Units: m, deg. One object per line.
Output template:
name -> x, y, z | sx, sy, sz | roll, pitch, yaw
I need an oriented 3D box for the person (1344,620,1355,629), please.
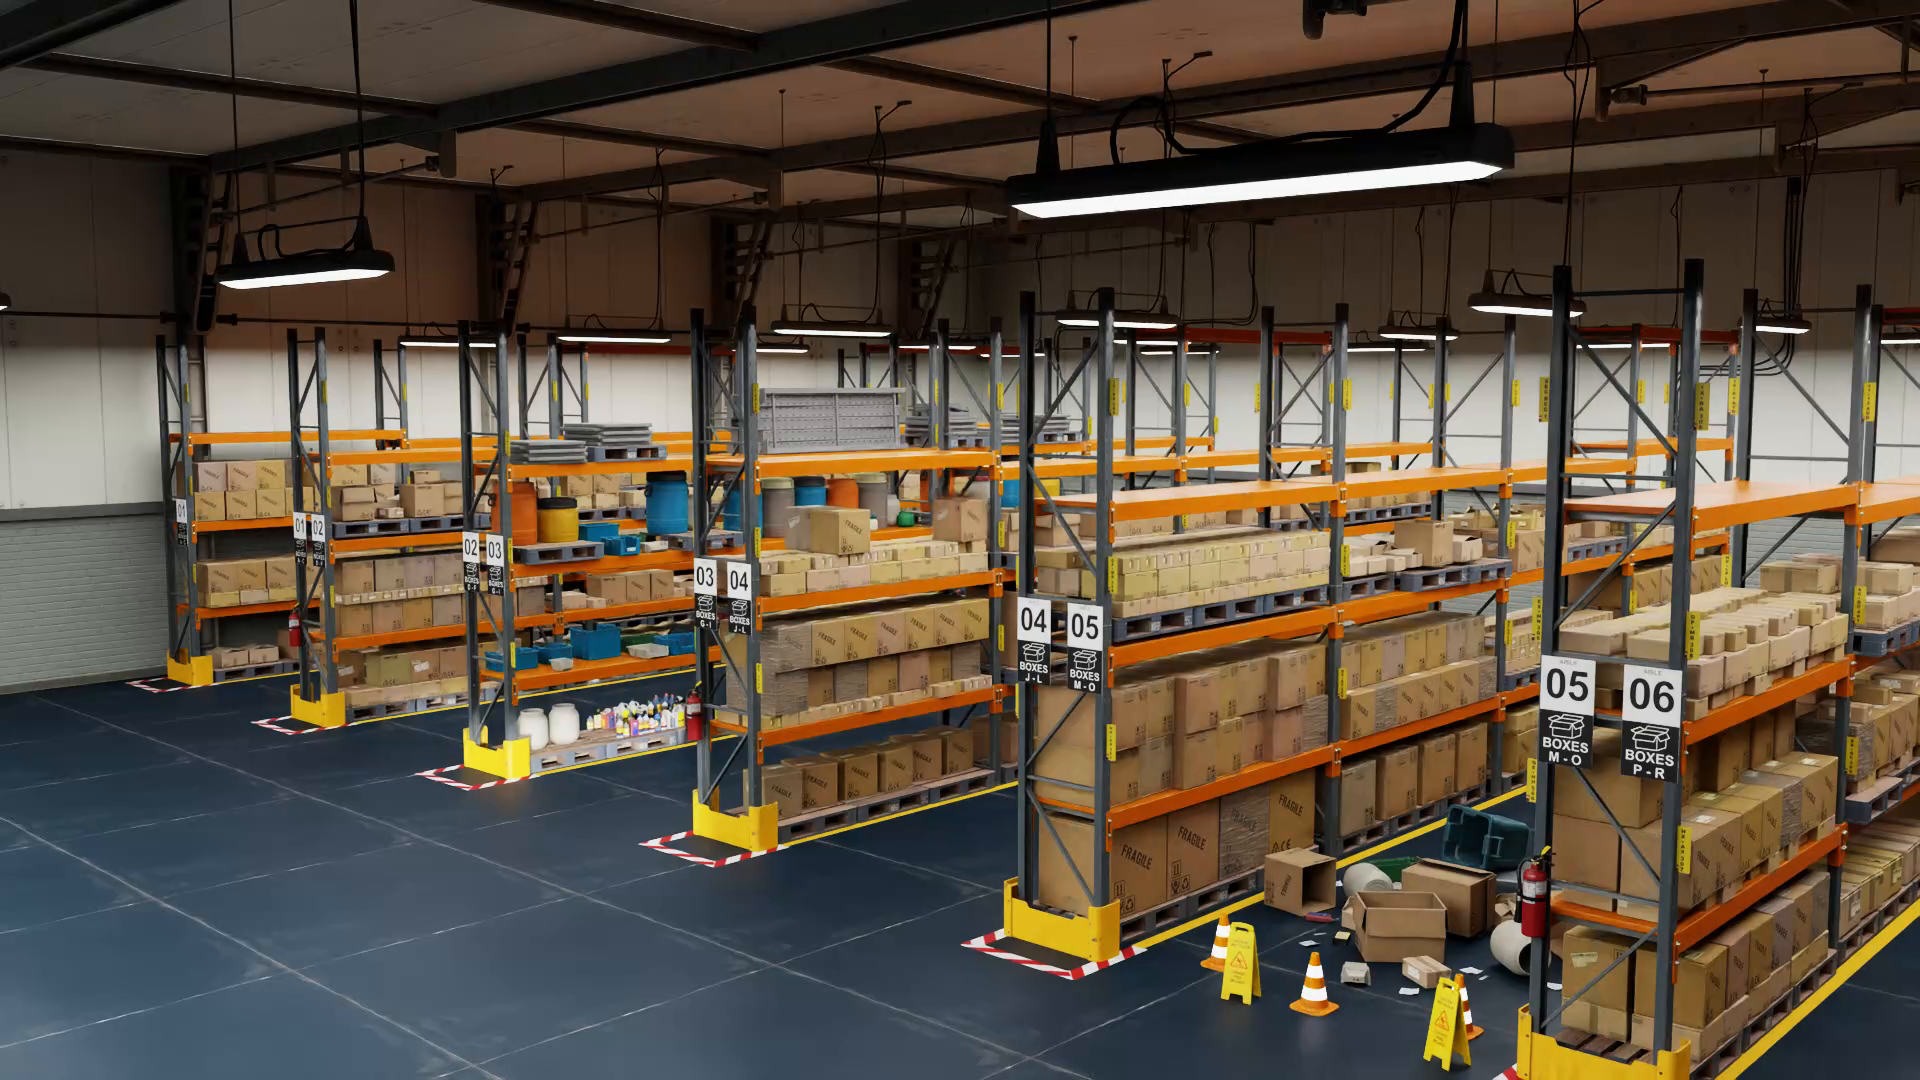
person -> 5.619, 2.024, 24.626 | 0.514, 1.665, 0.504 | -1, 5, -7
